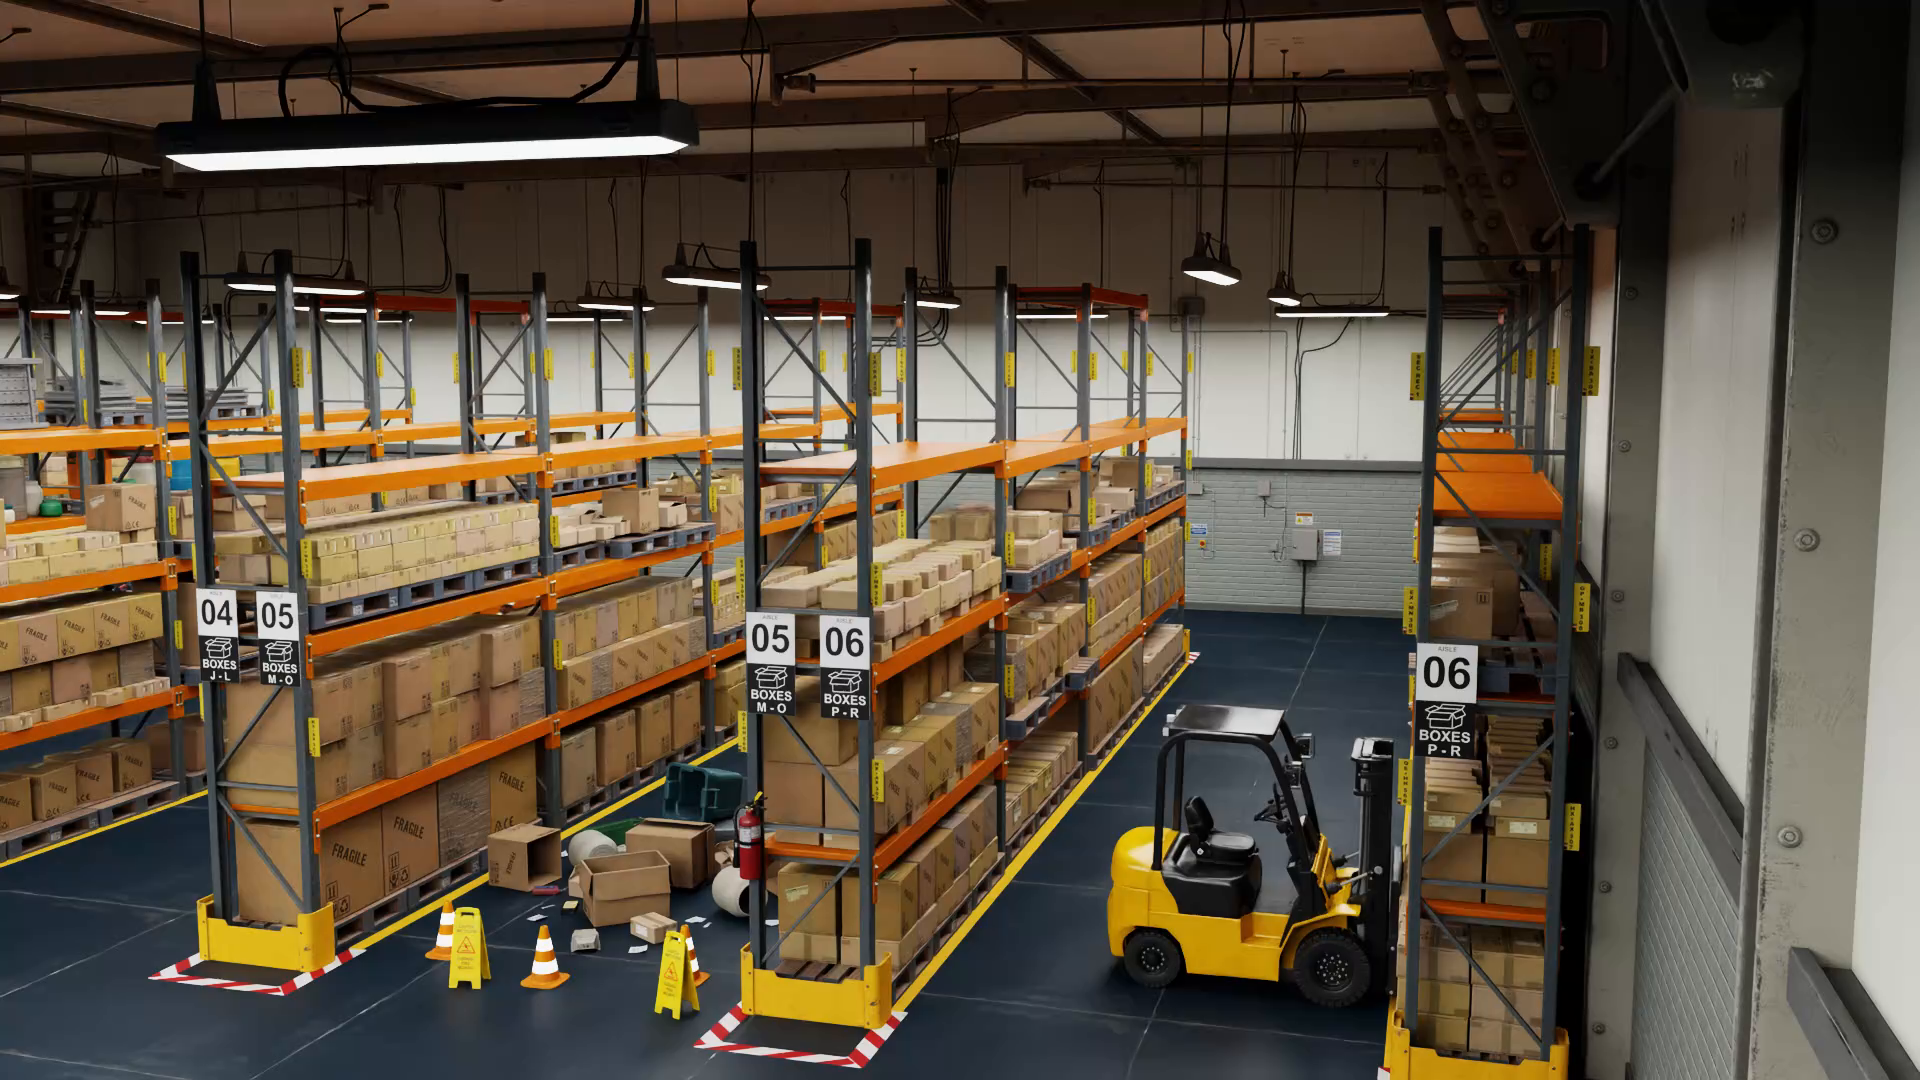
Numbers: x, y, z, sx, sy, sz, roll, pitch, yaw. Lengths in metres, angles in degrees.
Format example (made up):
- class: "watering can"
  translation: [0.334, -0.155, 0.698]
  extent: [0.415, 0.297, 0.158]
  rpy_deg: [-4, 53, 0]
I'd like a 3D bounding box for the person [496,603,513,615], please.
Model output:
- class: "person"
  translation: [-6.514, 1.628, 24.204]
  extent: [0.653, 1.683, 0.654]
  rpy_deg: [3, 7, 25]
